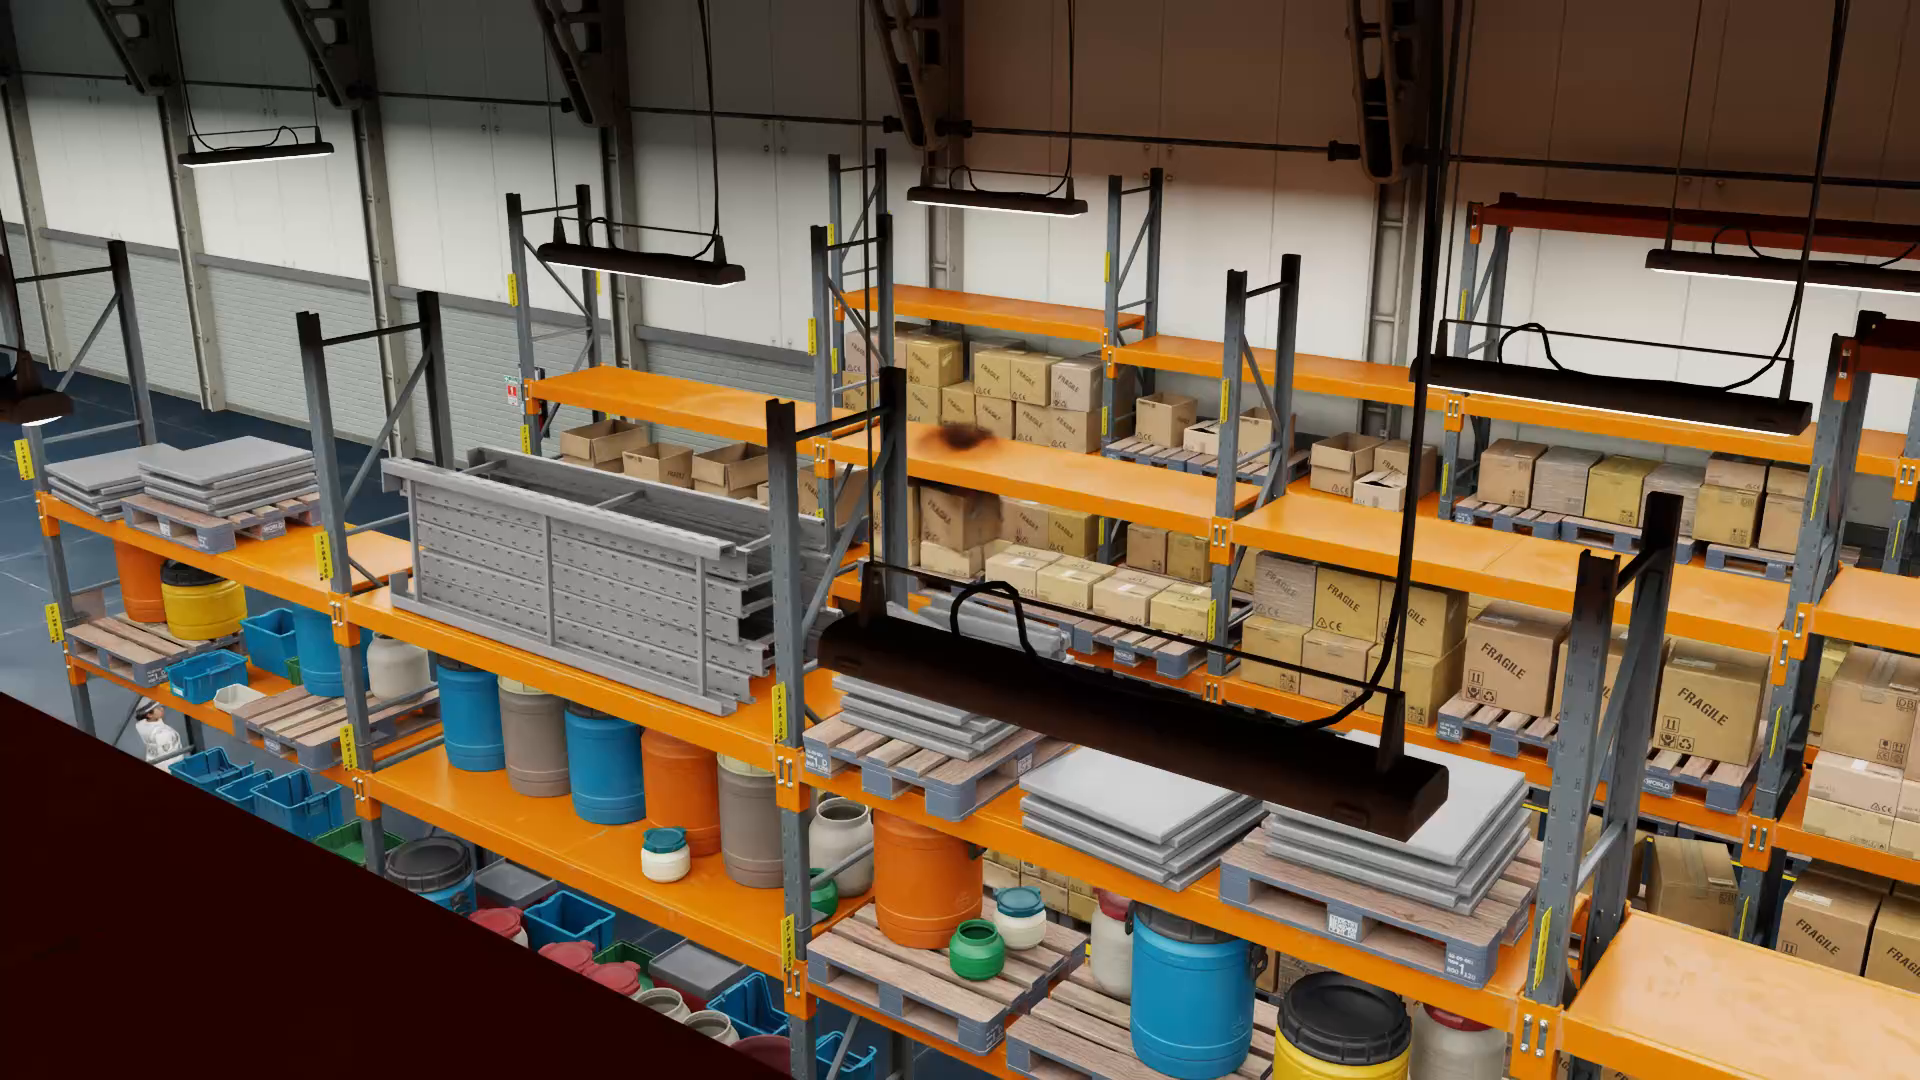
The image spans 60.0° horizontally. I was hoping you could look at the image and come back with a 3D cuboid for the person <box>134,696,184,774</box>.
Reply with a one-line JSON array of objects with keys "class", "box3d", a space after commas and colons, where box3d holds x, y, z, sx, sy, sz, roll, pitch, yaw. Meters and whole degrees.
[{"class": "person", "box3d": [-7.597, 2.223, 15.850, 0.420, 1.665, 0.829, 3, 19, 10]}]
